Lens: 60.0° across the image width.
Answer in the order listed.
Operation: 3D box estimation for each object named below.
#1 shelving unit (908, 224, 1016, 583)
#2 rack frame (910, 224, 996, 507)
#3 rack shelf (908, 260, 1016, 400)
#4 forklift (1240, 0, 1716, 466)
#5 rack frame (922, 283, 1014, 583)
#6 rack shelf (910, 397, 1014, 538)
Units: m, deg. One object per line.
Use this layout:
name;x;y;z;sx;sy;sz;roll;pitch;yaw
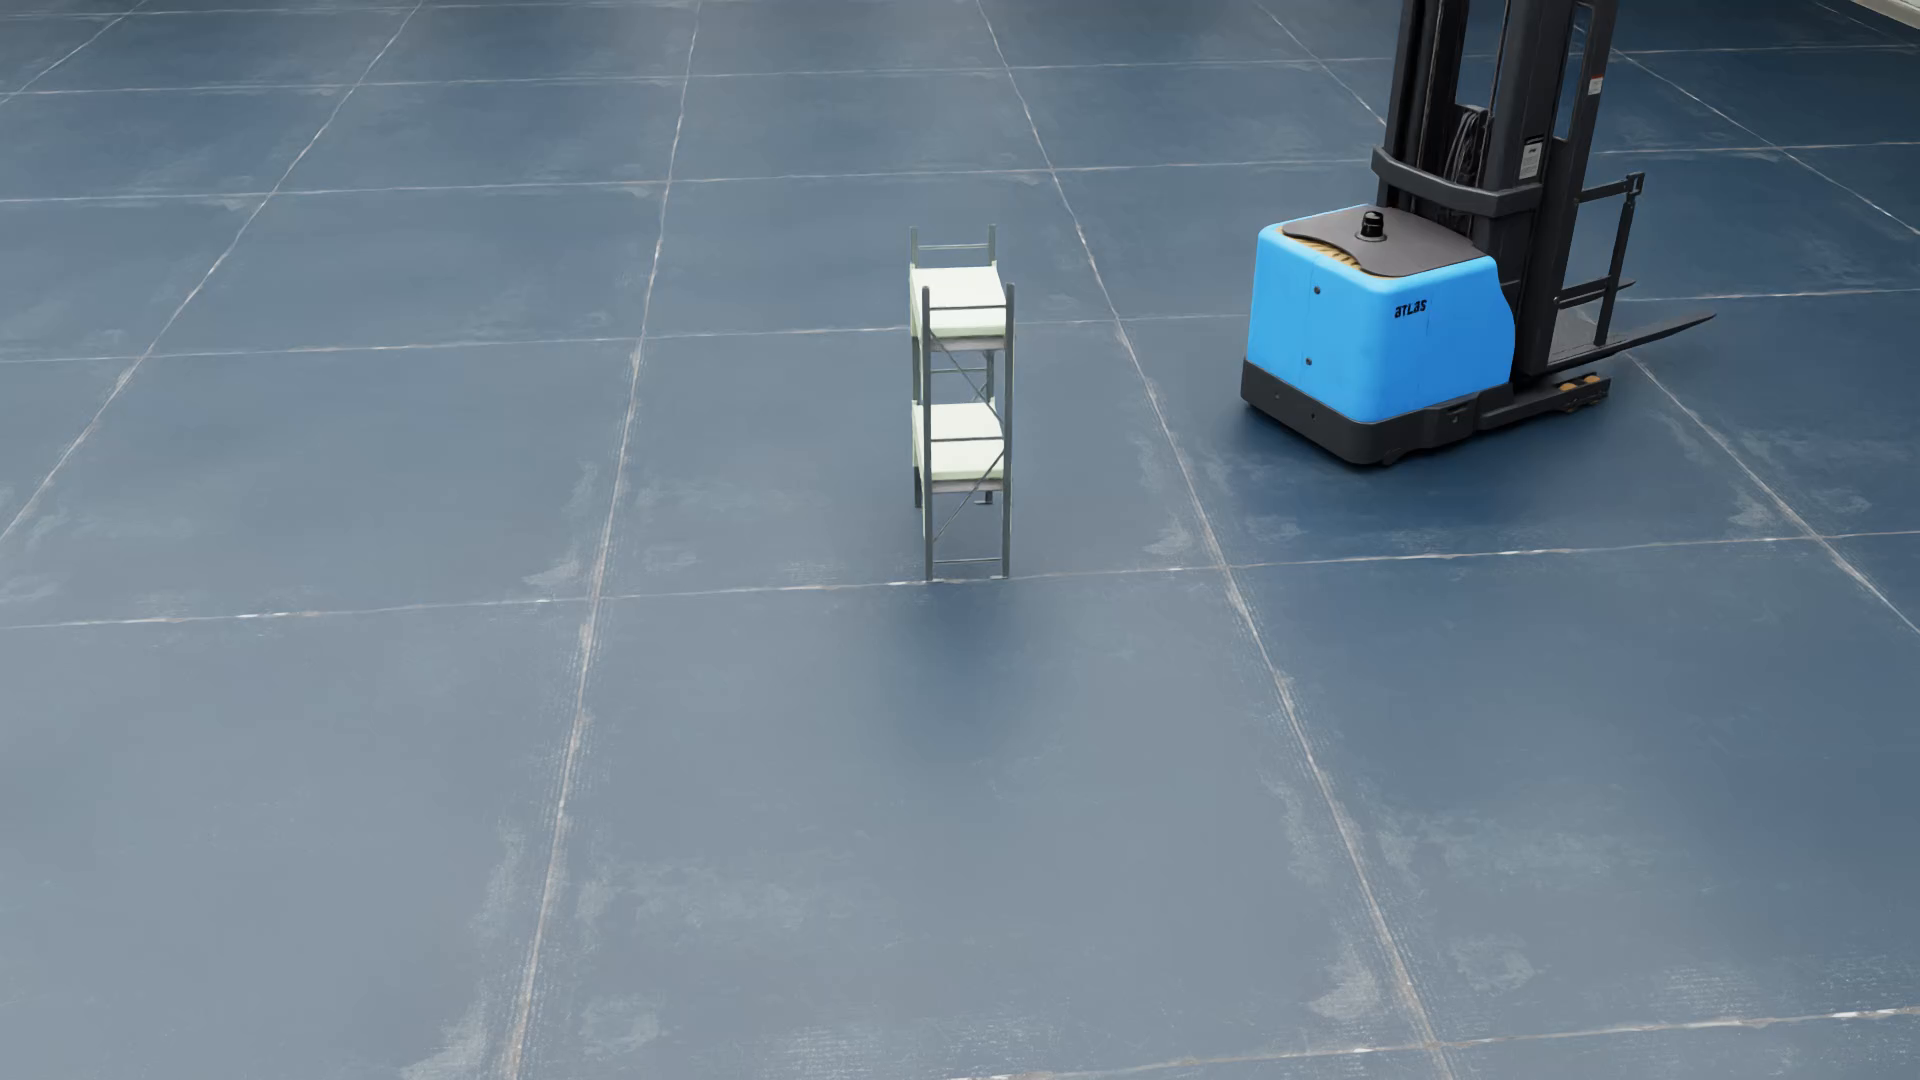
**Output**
shelving unit;0.001;-0.640;7.860;0.431;1.500;0.755;-3;31;-5
rack frame;-0.034;-0.827;8.173;0.400;1.500;0.023;-3;31;-5
rack shelf;0.001;-0.976;7.660;0.431;0.370;0.720;-3;31;-5
forklift;3.132;-2.200;9.074;3.031;2.935;1.130;-17;35;-26
rack frame;0.035;-0.454;7.547;0.400;1.500;0.023;-3;31;-5
rack shelf;0.001;-0.361;8.027;0.431;0.370;0.720;-3;31;-5
